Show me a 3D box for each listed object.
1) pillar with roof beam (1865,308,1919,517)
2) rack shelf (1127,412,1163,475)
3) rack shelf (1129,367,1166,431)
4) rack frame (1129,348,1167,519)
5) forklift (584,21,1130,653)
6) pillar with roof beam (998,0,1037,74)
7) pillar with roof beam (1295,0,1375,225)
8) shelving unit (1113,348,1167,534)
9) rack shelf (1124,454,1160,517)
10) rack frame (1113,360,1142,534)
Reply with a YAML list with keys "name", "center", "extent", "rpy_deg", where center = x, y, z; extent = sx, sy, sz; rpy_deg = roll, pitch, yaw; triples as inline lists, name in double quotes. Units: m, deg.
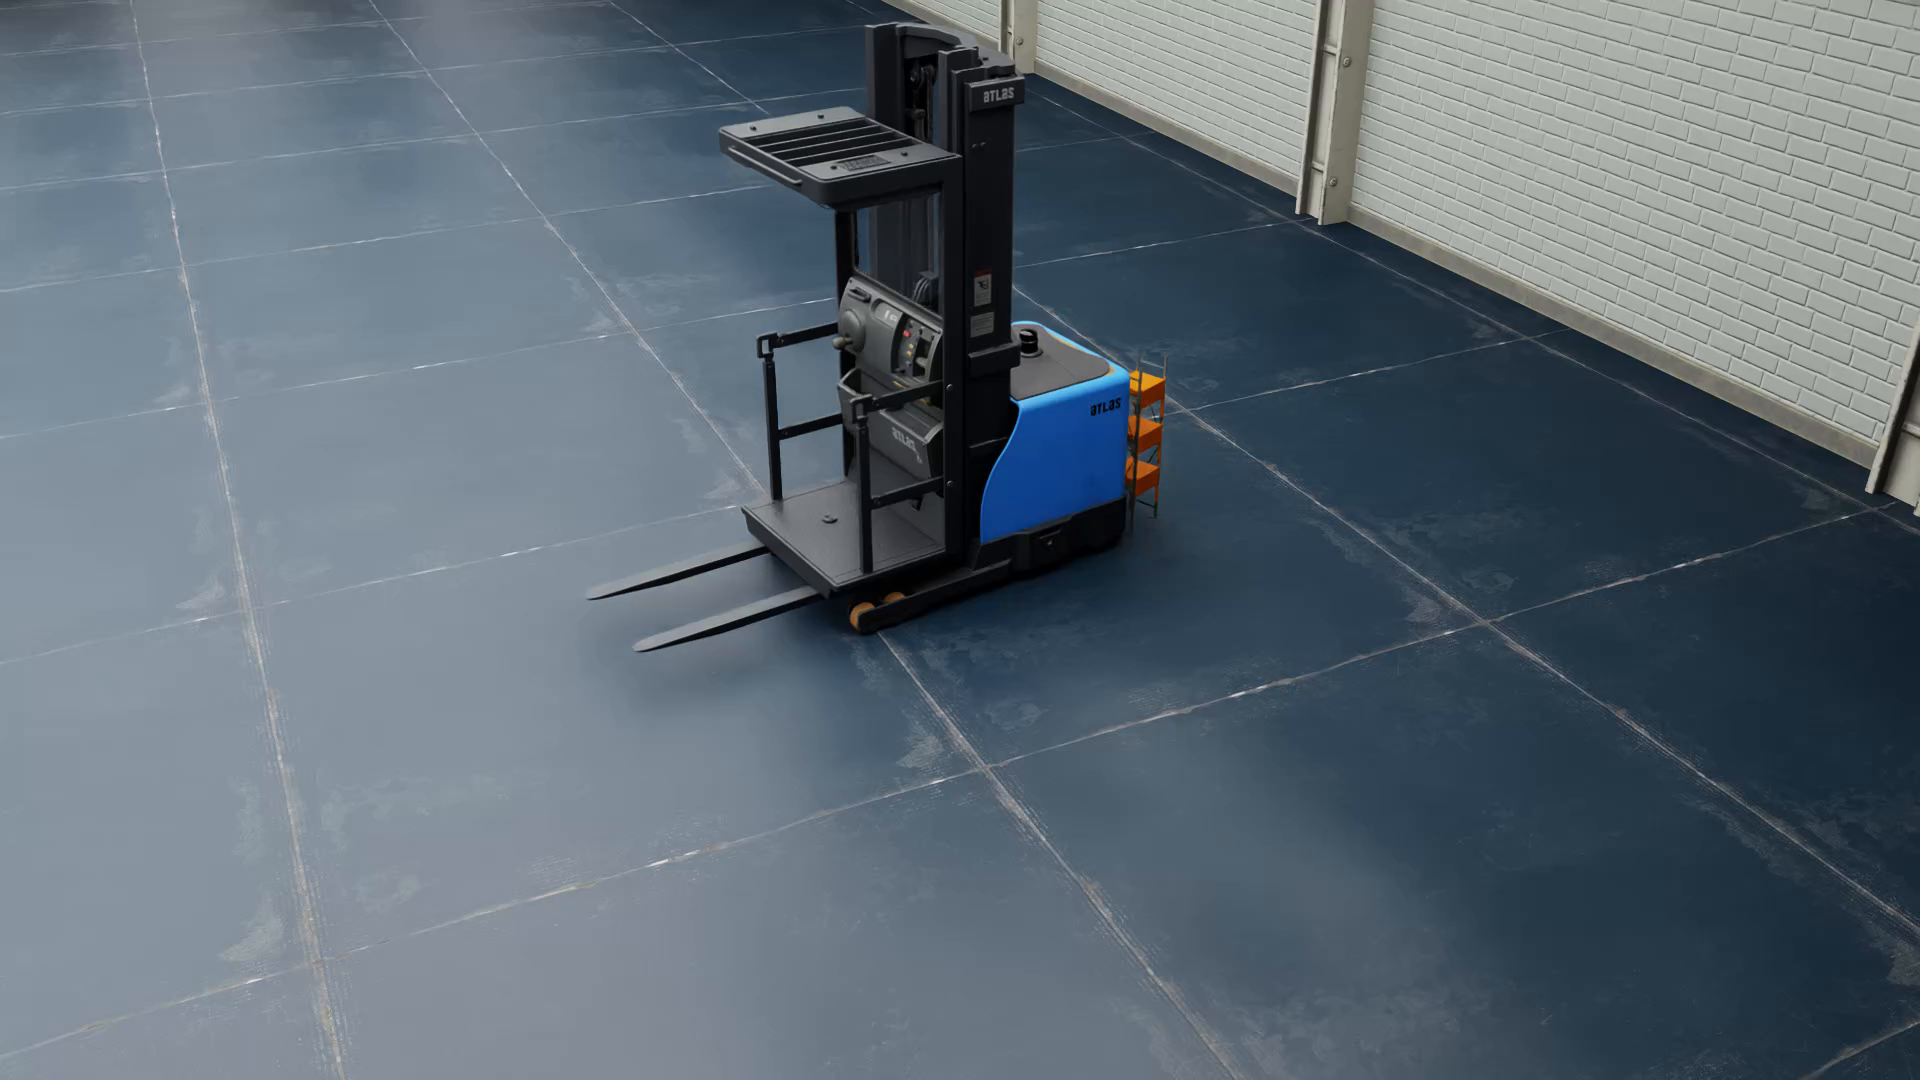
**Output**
- name: "pillar with roof beam"
  center: [1.939, -3.275, 6.390]
  extent: [9.100, 9.000, 0.400]
  rpy_deg: [-13, 32, -22]
- name: "rack shelf"
  center: [1.023, -0.564, 9.703]
  extent: [0.215, 0.259, 0.240]
  rpy_deg: [23, 37, 35]
- name: "rack shelf"
  center: [1.023, -0.811, 9.565]
  extent: [0.215, 0.259, 0.240]
  rpy_deg: [23, 37, 35]
- name: "rack frame"
  center: [1.104, -0.618, 9.779]
  extent: [0.200, 1.050, 0.008]
  rpy_deg: [23, 37, 35]
- name: "forklift"
  center: [-0.545, -1.072, 8.665]
  extent: [3.031, 2.935, 1.130]
  rpy_deg: [-18, 34, -29]
- name: "pillar with roof beam"
  center: [-3.213, -8.576, 15.843]
  extent: [9.100, 9.000, 0.400]
  rpy_deg: [-13, 32, -22]
- name: "pillar with roof beam"
  center: [-0.637, -5.926, 11.117]
  extent: [9.100, 9.000, 0.400]
  rpy_deg: [-13, 32, -22]
- name: "shelving unit"
  center: [1.023, -0.573, 9.698]
  extent: [0.215, 1.050, 0.252]
  rpy_deg: [23, 37, 35]
- name: "rack shelf"
  center: [1.023, -0.321, 9.839]
  extent: [0.215, 0.259, 0.240]
  rpy_deg: [23, 37, 35]
- name: "rack frame"
  center: [0.943, -0.528, 9.618]
  extent: [0.200, 1.050, 0.008]
  rpy_deg: [23, 37, 35]
